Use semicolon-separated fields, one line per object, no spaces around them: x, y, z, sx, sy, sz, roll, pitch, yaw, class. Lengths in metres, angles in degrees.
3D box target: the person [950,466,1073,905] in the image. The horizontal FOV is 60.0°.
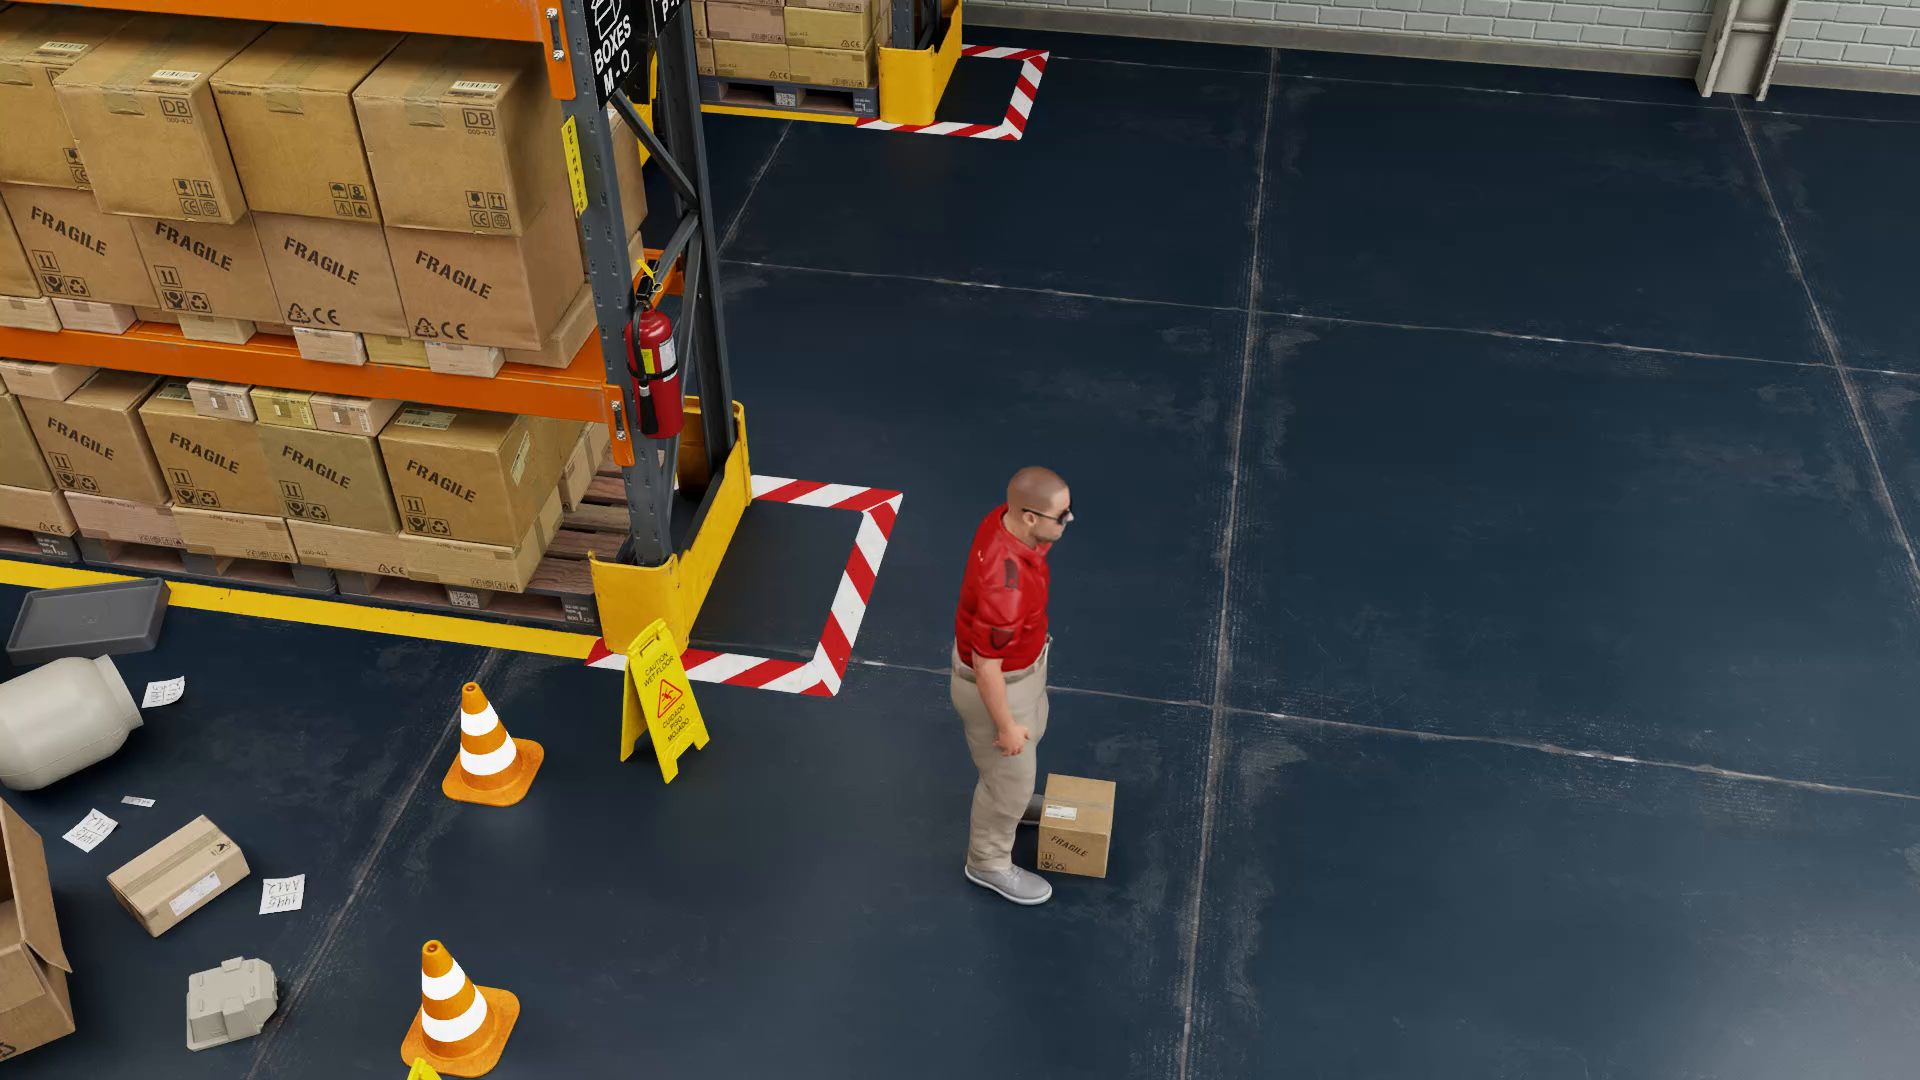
0.176;0.457;5.628;0.390;1.727;0.585;6;41;8;person
